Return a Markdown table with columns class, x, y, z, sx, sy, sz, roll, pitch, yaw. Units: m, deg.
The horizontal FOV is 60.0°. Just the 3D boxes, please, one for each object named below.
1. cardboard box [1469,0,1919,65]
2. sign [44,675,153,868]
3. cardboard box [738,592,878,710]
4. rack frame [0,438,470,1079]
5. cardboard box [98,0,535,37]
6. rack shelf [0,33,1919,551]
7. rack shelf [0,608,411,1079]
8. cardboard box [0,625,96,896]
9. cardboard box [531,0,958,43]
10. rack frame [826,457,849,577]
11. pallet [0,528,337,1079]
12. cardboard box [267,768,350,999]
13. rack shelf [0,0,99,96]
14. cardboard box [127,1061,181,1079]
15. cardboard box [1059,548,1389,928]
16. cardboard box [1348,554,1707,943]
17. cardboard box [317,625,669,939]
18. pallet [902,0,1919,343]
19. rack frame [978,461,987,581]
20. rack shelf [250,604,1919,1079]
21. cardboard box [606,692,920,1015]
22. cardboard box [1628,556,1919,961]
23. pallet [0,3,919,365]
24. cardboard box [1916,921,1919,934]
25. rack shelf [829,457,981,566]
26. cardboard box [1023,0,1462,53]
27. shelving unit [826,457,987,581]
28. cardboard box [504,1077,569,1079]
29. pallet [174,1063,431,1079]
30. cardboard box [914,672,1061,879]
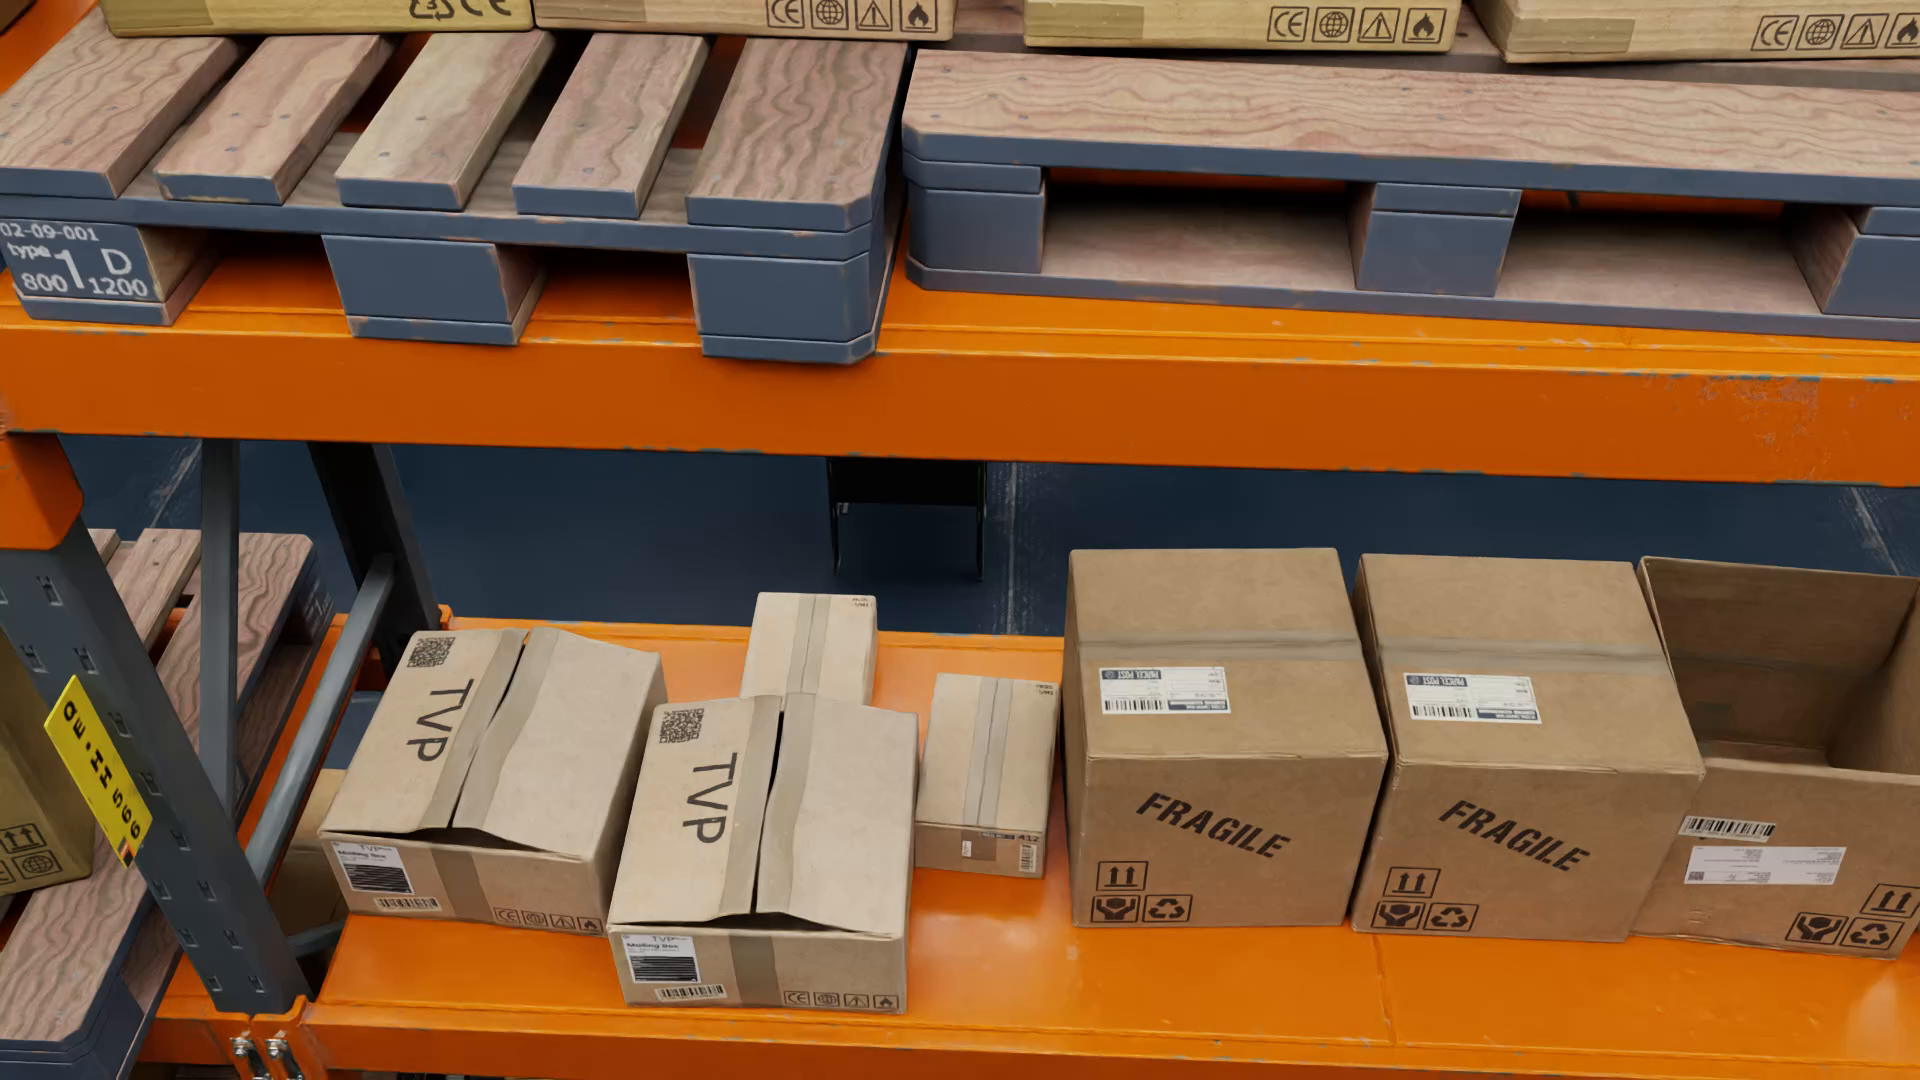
| class | x | y | z | sx | sy | sz | roll | pitch | yaw |
| --- | --- | --- | --- | --- | --- | --- | --- | --- | --- |
| cardboard box | 0.868 | -0.813 | 2.023 | 0.500 | 0.250 | 0.500 | -2 | 43 | -2 |
| sign | -1.236 | 0.336 | 2.397 | 0.005 | 0.325 | 0.100 | 2 | 43 | 2 |
| cardboard box | -0.310 | 0.293 | 3.420 | 0.250 | 0.149 | 0.380 | 2 | 43 | 2 |
| rack frame | -1.221 | 0.361 | 3.162 | 0.127 | 3.000 | 1.000 | 2 | 43 | 2 |
| cardboard box | -0.765 | -0.860 | 2.073 | 0.500 | 0.250 | 0.500 | -1 | 43 | -1 |
| rack shelf | 0.777 | -0.412 | 2.319 | 4.000 | 0.370 | 1.077 | 2 | 43 | 2 |
| rack shelf | -3.219 | 0.563 | 3.473 | 4.000 | 0.370 | 1.077 | 2 | 43 | 2 |
| cardboard box | -1.855 | 0.228 | 2.923 | 0.500 | 0.500 | 0.700 | -12 | 44 | -12 |
| cardboard box | -0.241 | -0.856 | 2.069 | 0.500 | 0.250 | 0.500 | 3 | 43 | 3 |
| rack frame | -0.409 | -0.781 | 5.048 | 0.015 | 2.100 | 0.400 | 2 | 43 | 2 |
| pallet | -1.901 | 0.458 | 3.198 | 1.003 | 0.211 | 1.213 | 2 | 43 | 2 |
| cardboard box | -1.663 | 0.906 | 4.088 | 0.500 | 0.500 | 0.500 | 3 | 43 | 4 |
| rack shelf | -3.219 | -0.535 | 2.450 | 4.000 | 0.370 | 1.077 | 2 | 43 | 2 |
| cardboard box | -2.166 | 1.246 | 3.723 | 0.500 | 0.500 | 0.500 | 3 | 43 | 4 |
| cardboard box | 0.456 | 0.365 | 3.084 | 0.500 | 0.500 | 0.500 | 0 | 43 | 0 |
| cardboard box | 0.982 | 0.381 | 3.067 | 0.500 | 0.500 | 0.500 | 2 | 43 | 2 |
| cardboard box | -0.860 | 0.435 | 3.148 | 0.500 | 0.311 | 0.500 | 4 | 43 | 5 |
| pallet | 0.578 | -0.675 | 2.212 | 1.213 | 0.211 | 1.003 | 4 | 43 | 4 |
| rack frame | 0.078 | -0.766 | 5.032 | 0.015 | 2.100 | 0.400 | 2 | 43 | 2 |
| rack shelf | 0.777 | 0.686 | 3.341 | 4.000 | 0.370 | 1.077 | 2 | 43 | 2 |
| cardboard box | -0.336 | 0.553 | 3.021 | 0.500 | 0.311 | 0.500 | 1 | 43 | 1 |
| cardboard box | 1.482 | 0.397 | 3.050 | 0.500 | 0.500 | 0.500 | 5 | 43 | 5 |
| pallet | -0.539 | -0.707 | 2.247 | 1.003 | 0.211 | 1.213 | 4 | 43 | 4 |
| cardboard box | 1.888 | 0.631 | 2.970 | 0.258 | 0.266 | 0.396 | 1 | 43 | 1 |
| rack shelf | -0.165 | -0.251 | 5.526 | 0.480 | 0.518 | 0.431 | 2 | 43 | 2 |
| cardboard box | 0.330 | -0.831 | 2.042 | 0.500 | 0.250 | 0.500 | 1 | 43 | 1 |
| shelving unit | -0.165 | -0.773 | 5.040 | 0.503 | 2.100 | 0.431 | 2 | 43 | 2 |
| cardboard box | -0.711 | 1.224 | 3.533 | 0.500 | 0.311 | 0.500 | 3 | 43 | 3 |
| pallet | -1.965 | 1.333 | 4.164 | 1.213 | 0.211 | 1.003 | 2 | 43 | 2 |
| cardboard box | 0.055 | 0.454 | 3.246 | 0.250 | 0.149 | 0.380 | 5 | 43 | 5 |
